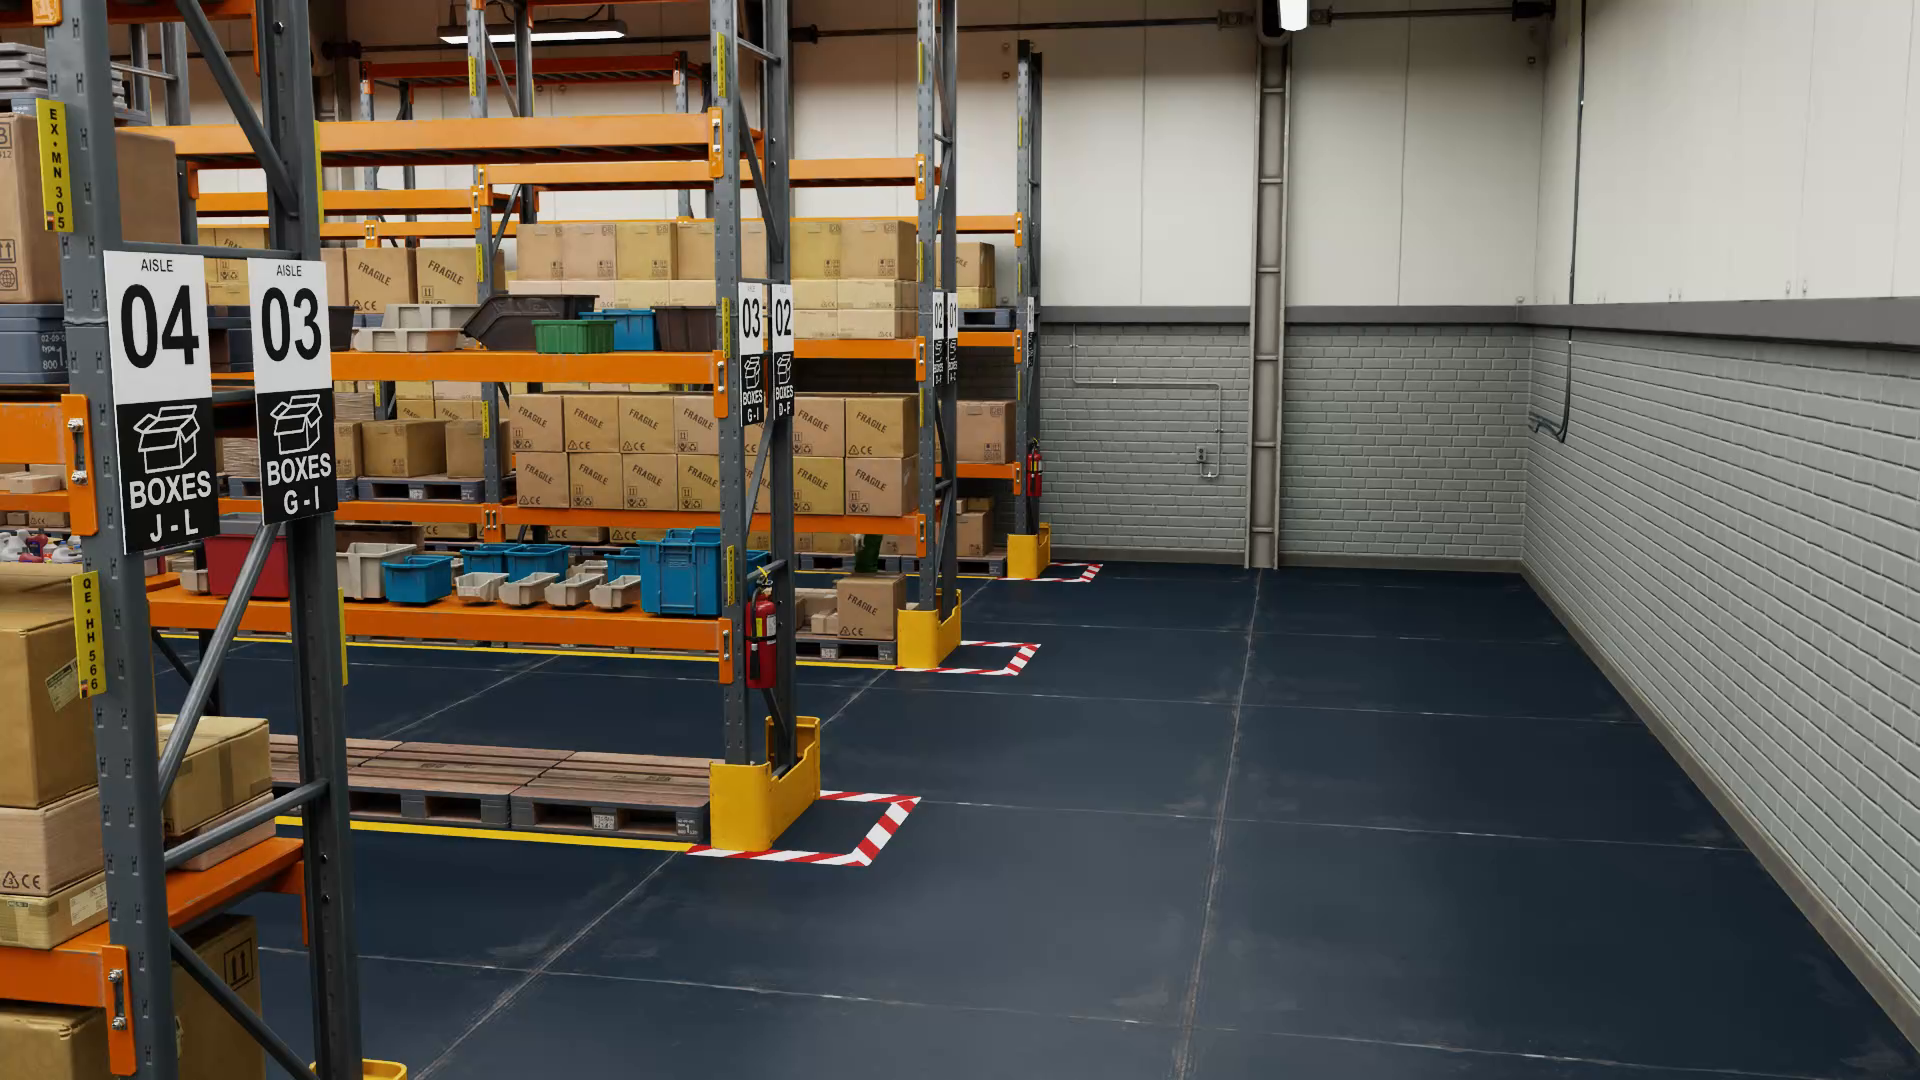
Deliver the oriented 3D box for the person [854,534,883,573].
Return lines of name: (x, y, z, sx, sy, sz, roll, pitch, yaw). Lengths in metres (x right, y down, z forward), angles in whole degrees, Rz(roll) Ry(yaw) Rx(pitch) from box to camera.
person: (-0.922, -0.087, 16.391, 0.451, 1.778, 0.611, 1, 8, 8)
